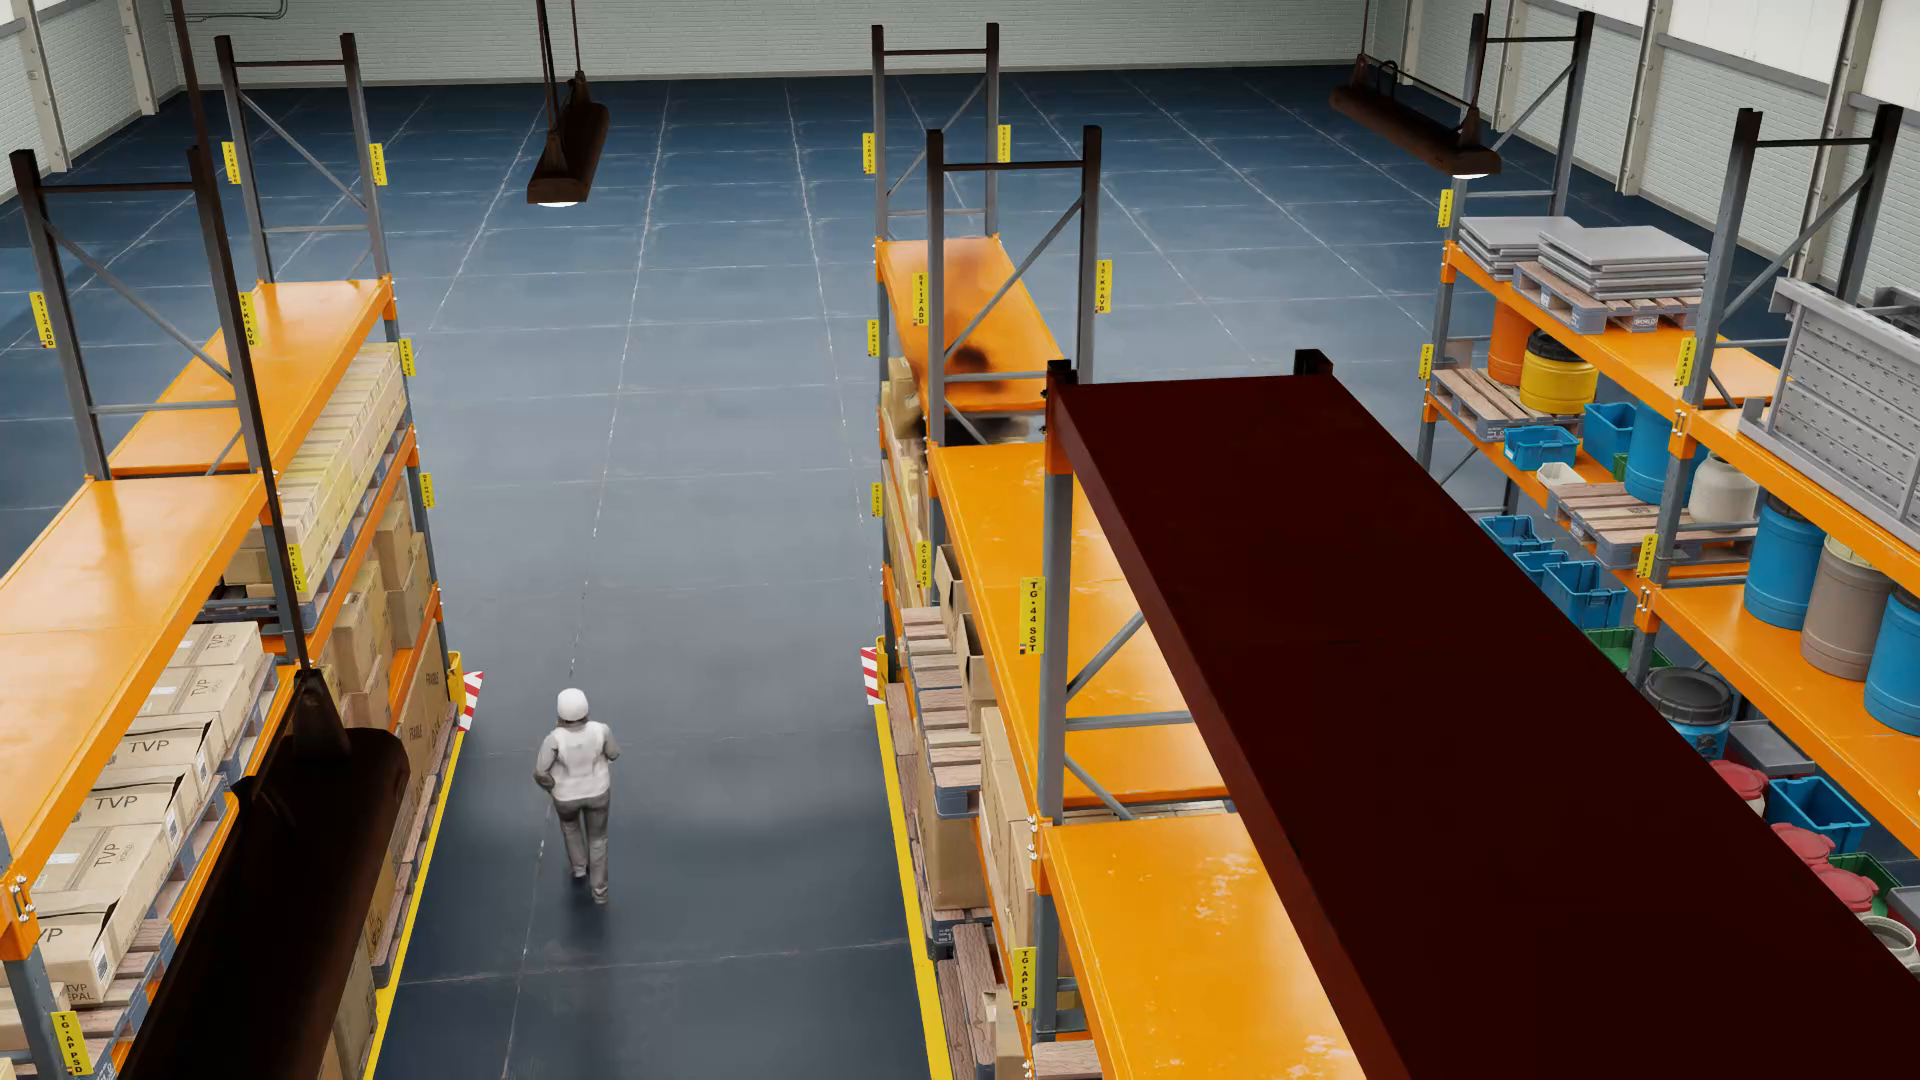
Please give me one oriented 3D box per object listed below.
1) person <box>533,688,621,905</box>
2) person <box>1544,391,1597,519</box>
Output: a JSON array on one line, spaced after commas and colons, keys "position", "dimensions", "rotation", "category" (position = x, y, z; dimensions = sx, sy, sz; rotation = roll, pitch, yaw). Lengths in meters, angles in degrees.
[{"position": [-2.827, 1.893, 12.412], "dimensions": [0.639, 1.825, 0.734], "rotation": [-7, 26, -13], "category": "person"}, {"position": [6.966, -0.934, 18.592], "dimensions": [0.632, 1.634, 0.604], "rotation": [12, 28, 24], "category": "person"}]
